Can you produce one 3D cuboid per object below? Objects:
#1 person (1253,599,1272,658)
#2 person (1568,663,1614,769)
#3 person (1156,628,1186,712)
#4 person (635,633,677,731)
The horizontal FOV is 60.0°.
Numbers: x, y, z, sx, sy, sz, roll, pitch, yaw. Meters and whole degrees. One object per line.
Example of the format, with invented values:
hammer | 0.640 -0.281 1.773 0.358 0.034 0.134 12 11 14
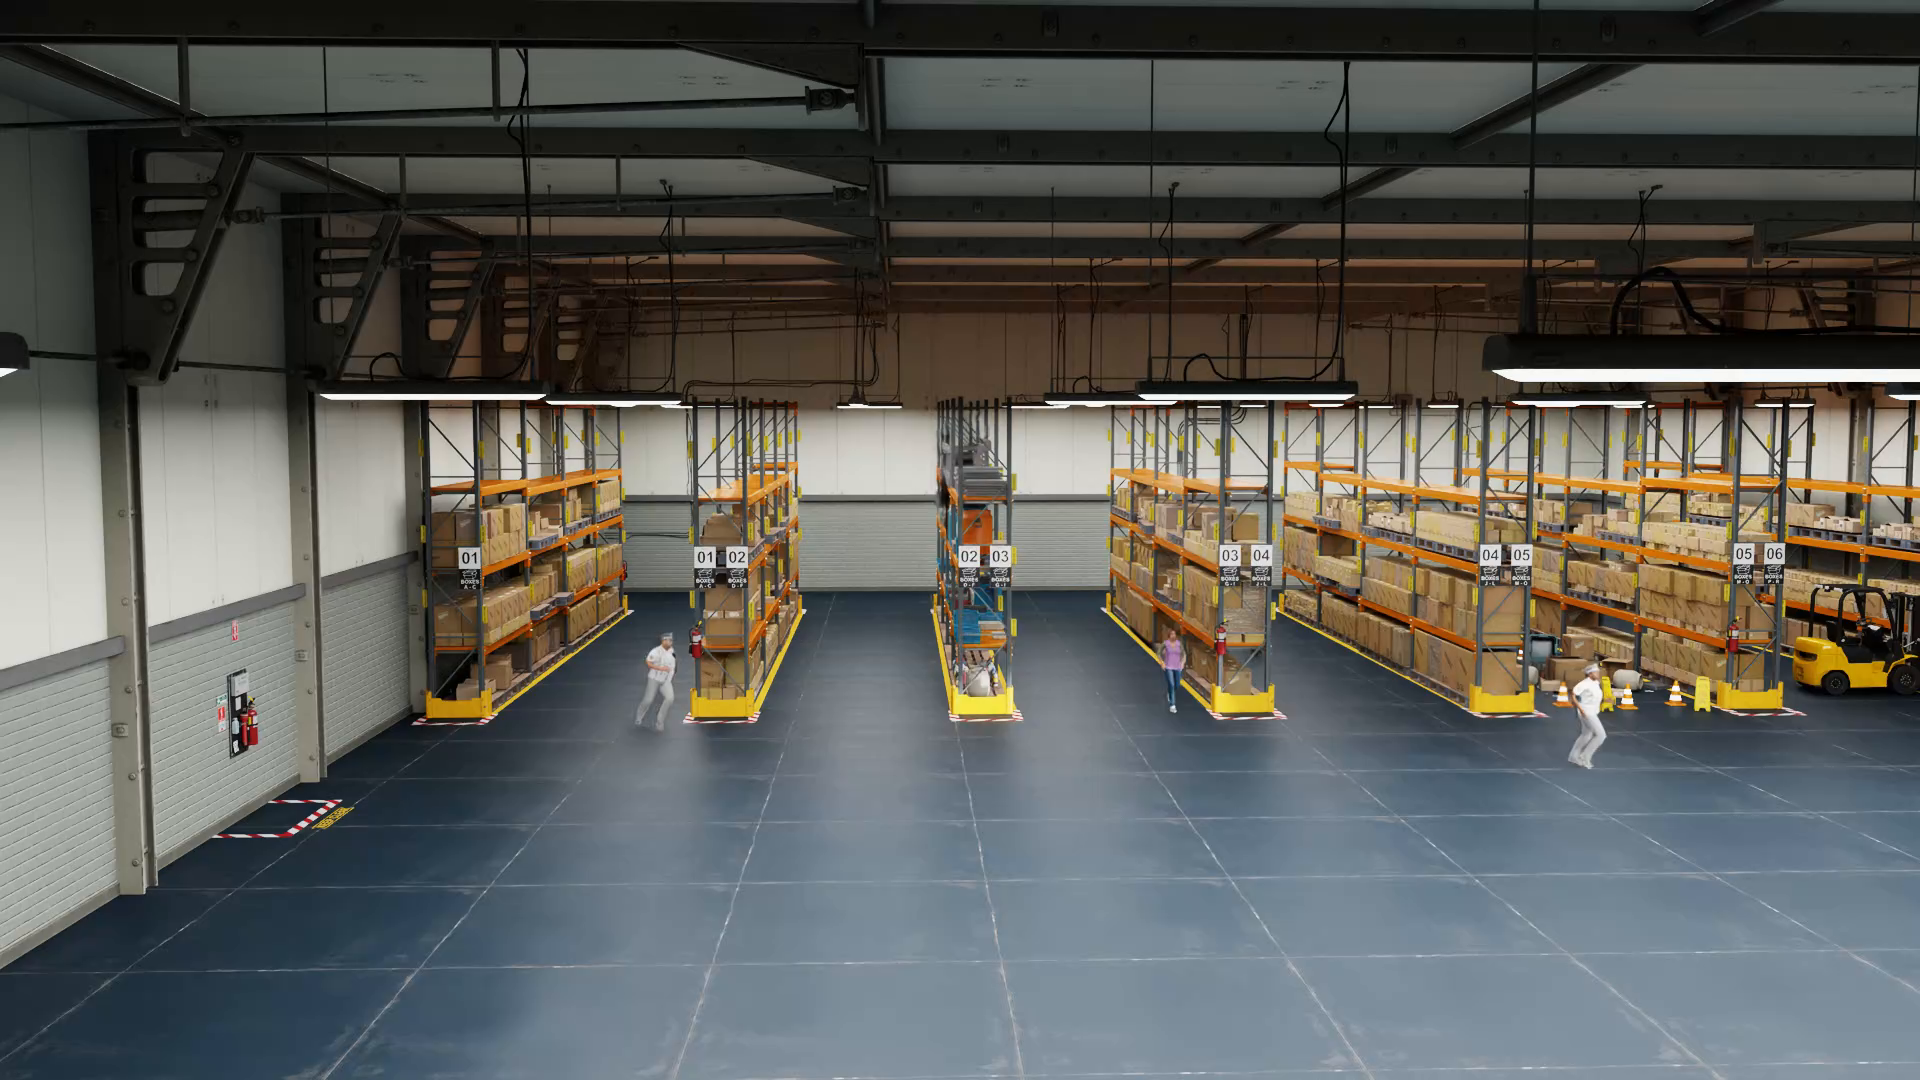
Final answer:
person | 7.001 1.869 38.855 0.624 1.780 0.752 -1 4 -10
person | 10.157 2.828 26.746 0.673 1.719 0.549 3 5 36
person | 4.050 2.429 31.955 0.566 1.490 0.670 -1 4 -7
person | -5.472 2.565 30.215 0.803 1.769 0.764 -4 6 -44
